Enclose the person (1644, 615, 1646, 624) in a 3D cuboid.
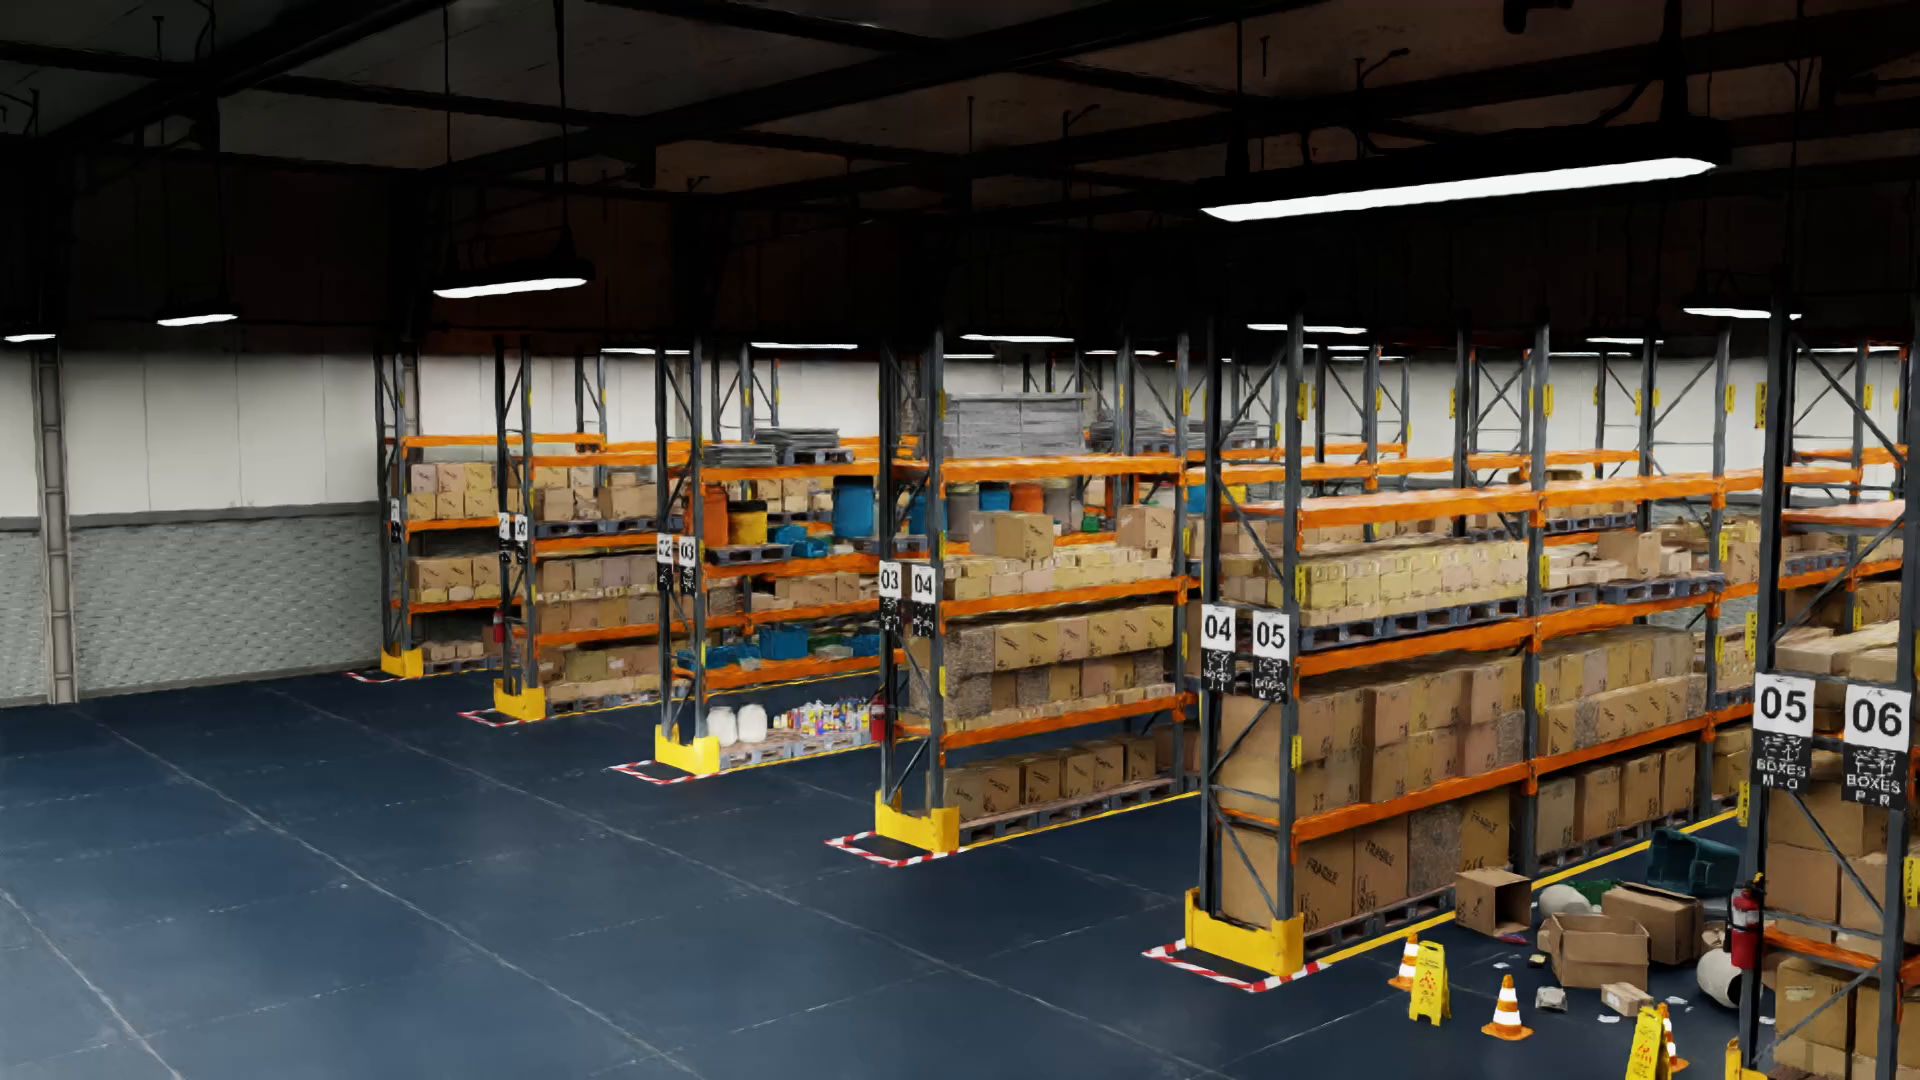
[{"bbox_3d":[10.874,1.951,26.586,1.088,1.560,0.447,-4,7,-38],"label":"person"}]
